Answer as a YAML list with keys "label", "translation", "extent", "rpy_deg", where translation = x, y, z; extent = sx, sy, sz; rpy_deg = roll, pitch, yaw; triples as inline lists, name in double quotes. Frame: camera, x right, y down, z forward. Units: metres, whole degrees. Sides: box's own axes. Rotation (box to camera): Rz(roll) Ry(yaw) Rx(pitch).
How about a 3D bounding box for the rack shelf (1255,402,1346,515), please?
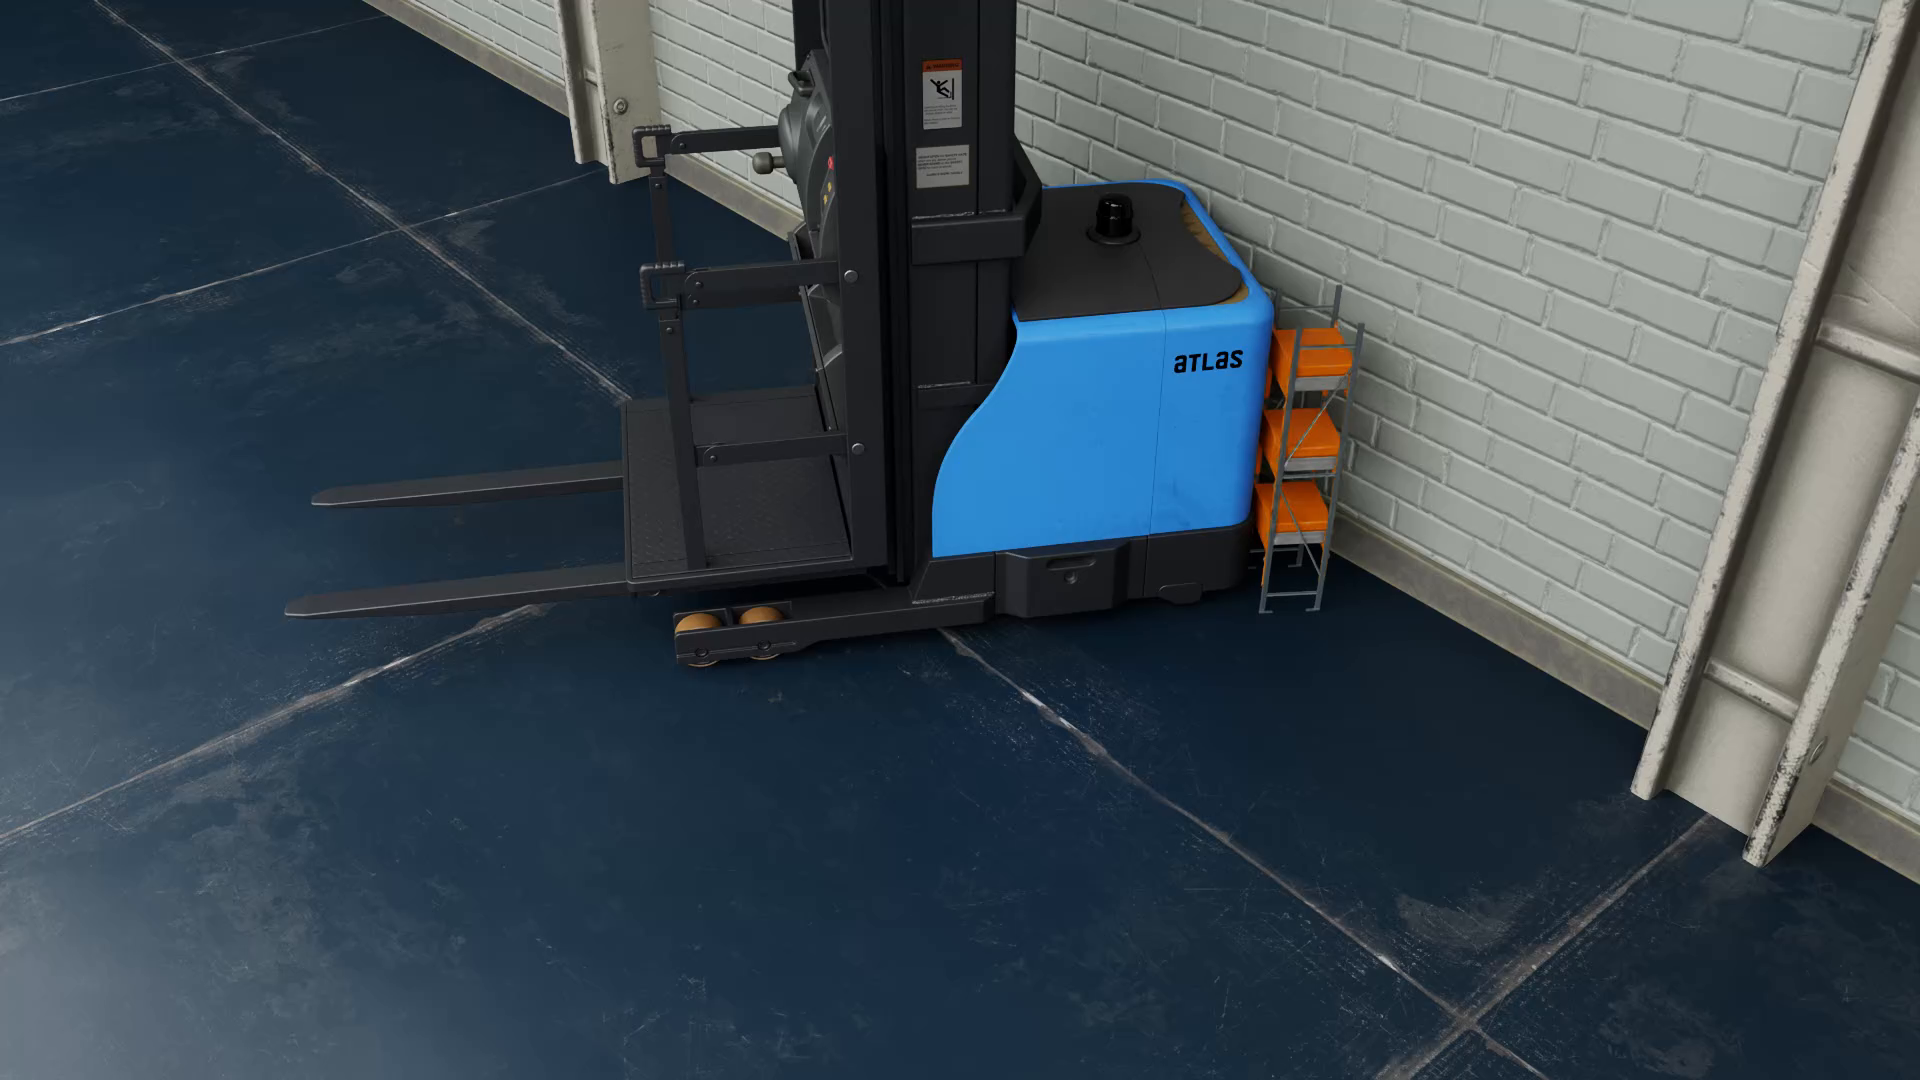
- label: "rack shelf"
  translation: [1.064, -0.257, 5.223]
  extent: [0.215, 0.259, 0.240]
  rpy_deg: [-3, 35, -4]

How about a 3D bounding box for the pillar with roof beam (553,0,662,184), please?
- label: "pillar with roof beam"
  translation: [-5.007, -3.972, 3.572]
  extent: [9.100, 9.000, 0.400]
  rpy_deg: [-26, 43, -32]

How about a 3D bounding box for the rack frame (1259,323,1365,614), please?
- label: "rack frame"
  translation: [1.073, -0.195, 5.118]
  extent: [0.200, 1.050, 0.008]
  rpy_deg: [-3, 35, -4]

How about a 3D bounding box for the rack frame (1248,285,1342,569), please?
- label: "rack frame"
  translation: [1.054, -0.336, 5.316]
  extent: [0.200, 1.050, 0.008]
  rpy_deg: [-3, 35, -4]

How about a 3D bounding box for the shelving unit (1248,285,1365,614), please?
- label: "shelving unit"
  translation: [1.064, -0.266, 5.217]
  extent: [0.215, 1.050, 0.252]
  rpy_deg: [-3, 35, -4]

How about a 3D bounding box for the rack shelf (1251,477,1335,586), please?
- label: "rack shelf"
  translation: [1.064, -0.030, 5.384]
  extent: [0.215, 0.259, 0.240]
  rpy_deg: [-3, 35, -4]

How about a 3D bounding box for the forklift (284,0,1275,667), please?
- label: "forklift"
  translation: [-0.620, -1.131, 4.812]
  extent: [3.031, 2.935, 1.130]
  rpy_deg: [-6, 36, -8]

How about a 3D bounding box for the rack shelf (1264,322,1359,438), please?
- label: "rack shelf"
  translation: [1.064, -0.489, 5.059]
  extent: [0.215, 0.259, 0.240]
  rpy_deg: [-3, 35, -4]
